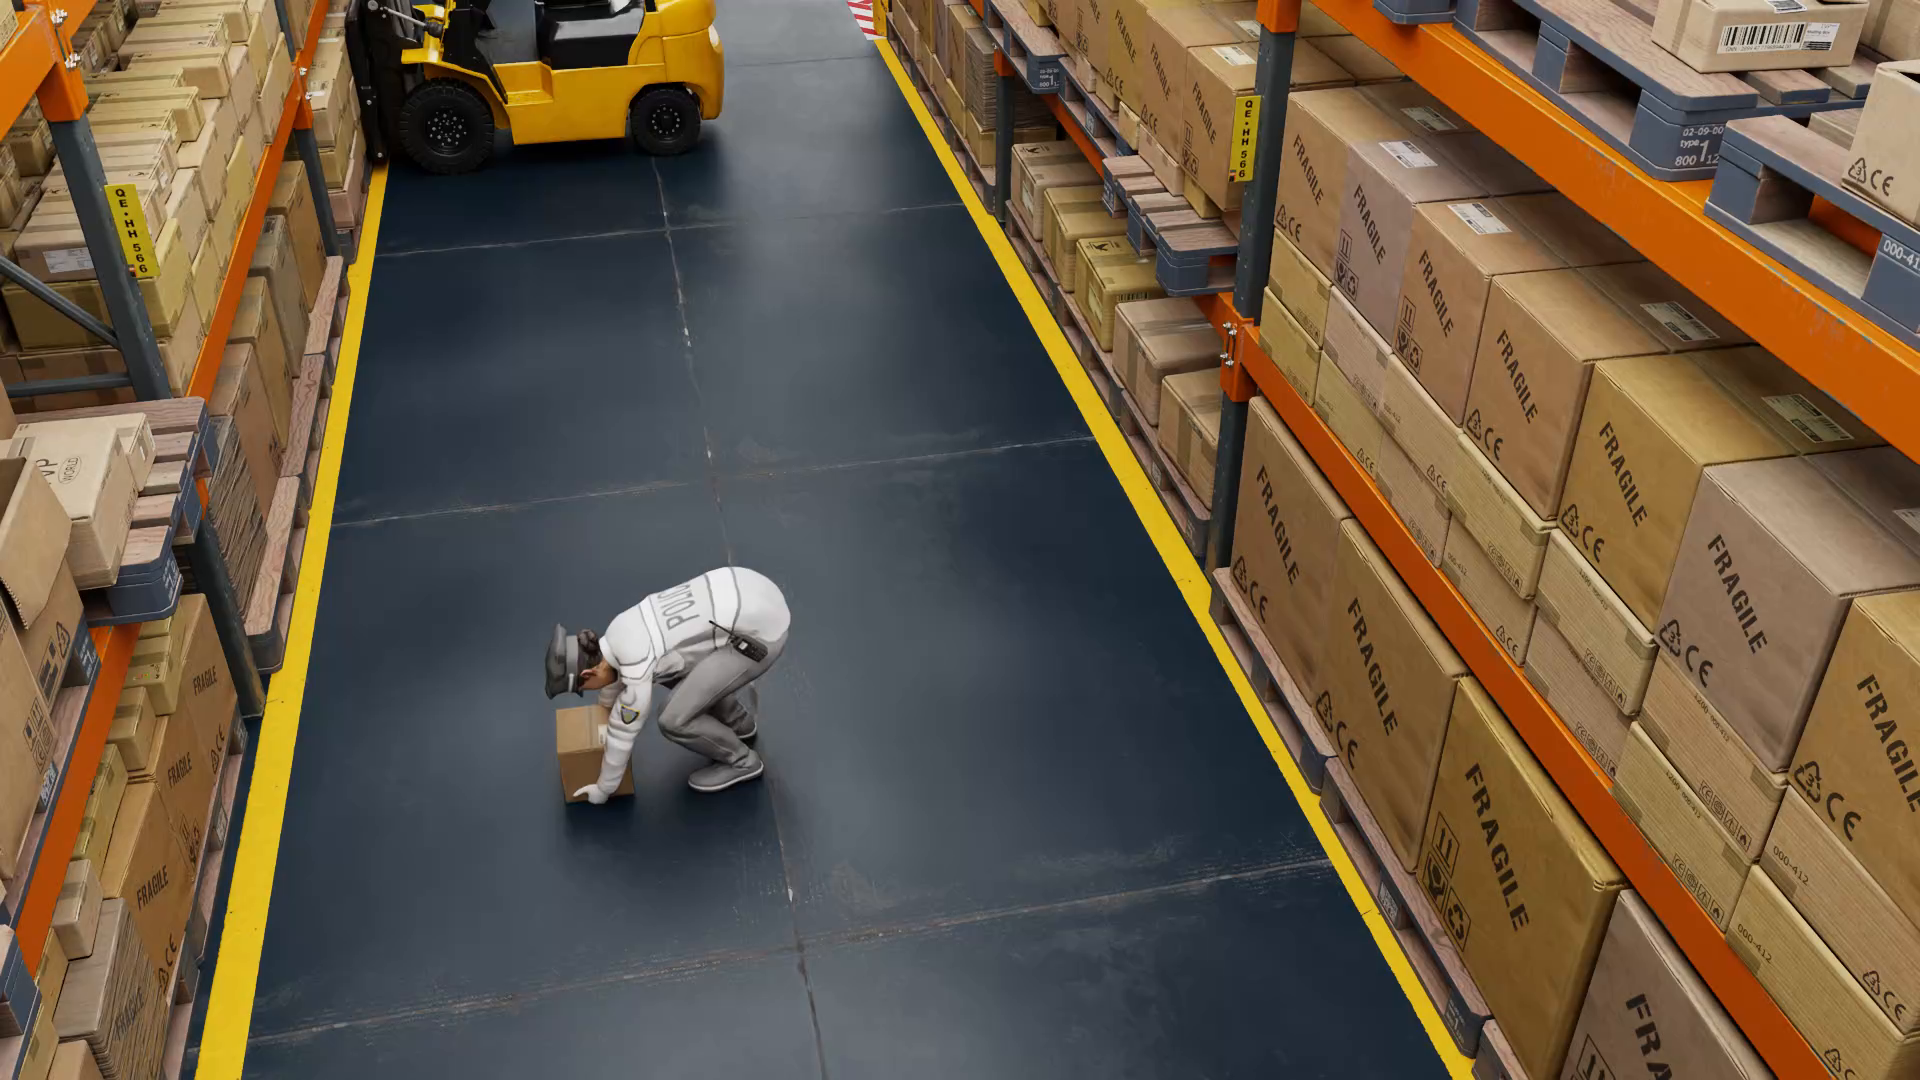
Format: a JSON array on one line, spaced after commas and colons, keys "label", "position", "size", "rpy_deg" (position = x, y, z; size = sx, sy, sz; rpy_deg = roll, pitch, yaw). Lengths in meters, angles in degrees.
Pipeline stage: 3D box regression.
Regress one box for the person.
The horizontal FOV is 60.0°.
[{"label": "person", "position": [-1.061, 0.541, 6.132], "size": [0.898, 0.823, 0.469], "rpy_deg": [-9, 35, -12]}]
